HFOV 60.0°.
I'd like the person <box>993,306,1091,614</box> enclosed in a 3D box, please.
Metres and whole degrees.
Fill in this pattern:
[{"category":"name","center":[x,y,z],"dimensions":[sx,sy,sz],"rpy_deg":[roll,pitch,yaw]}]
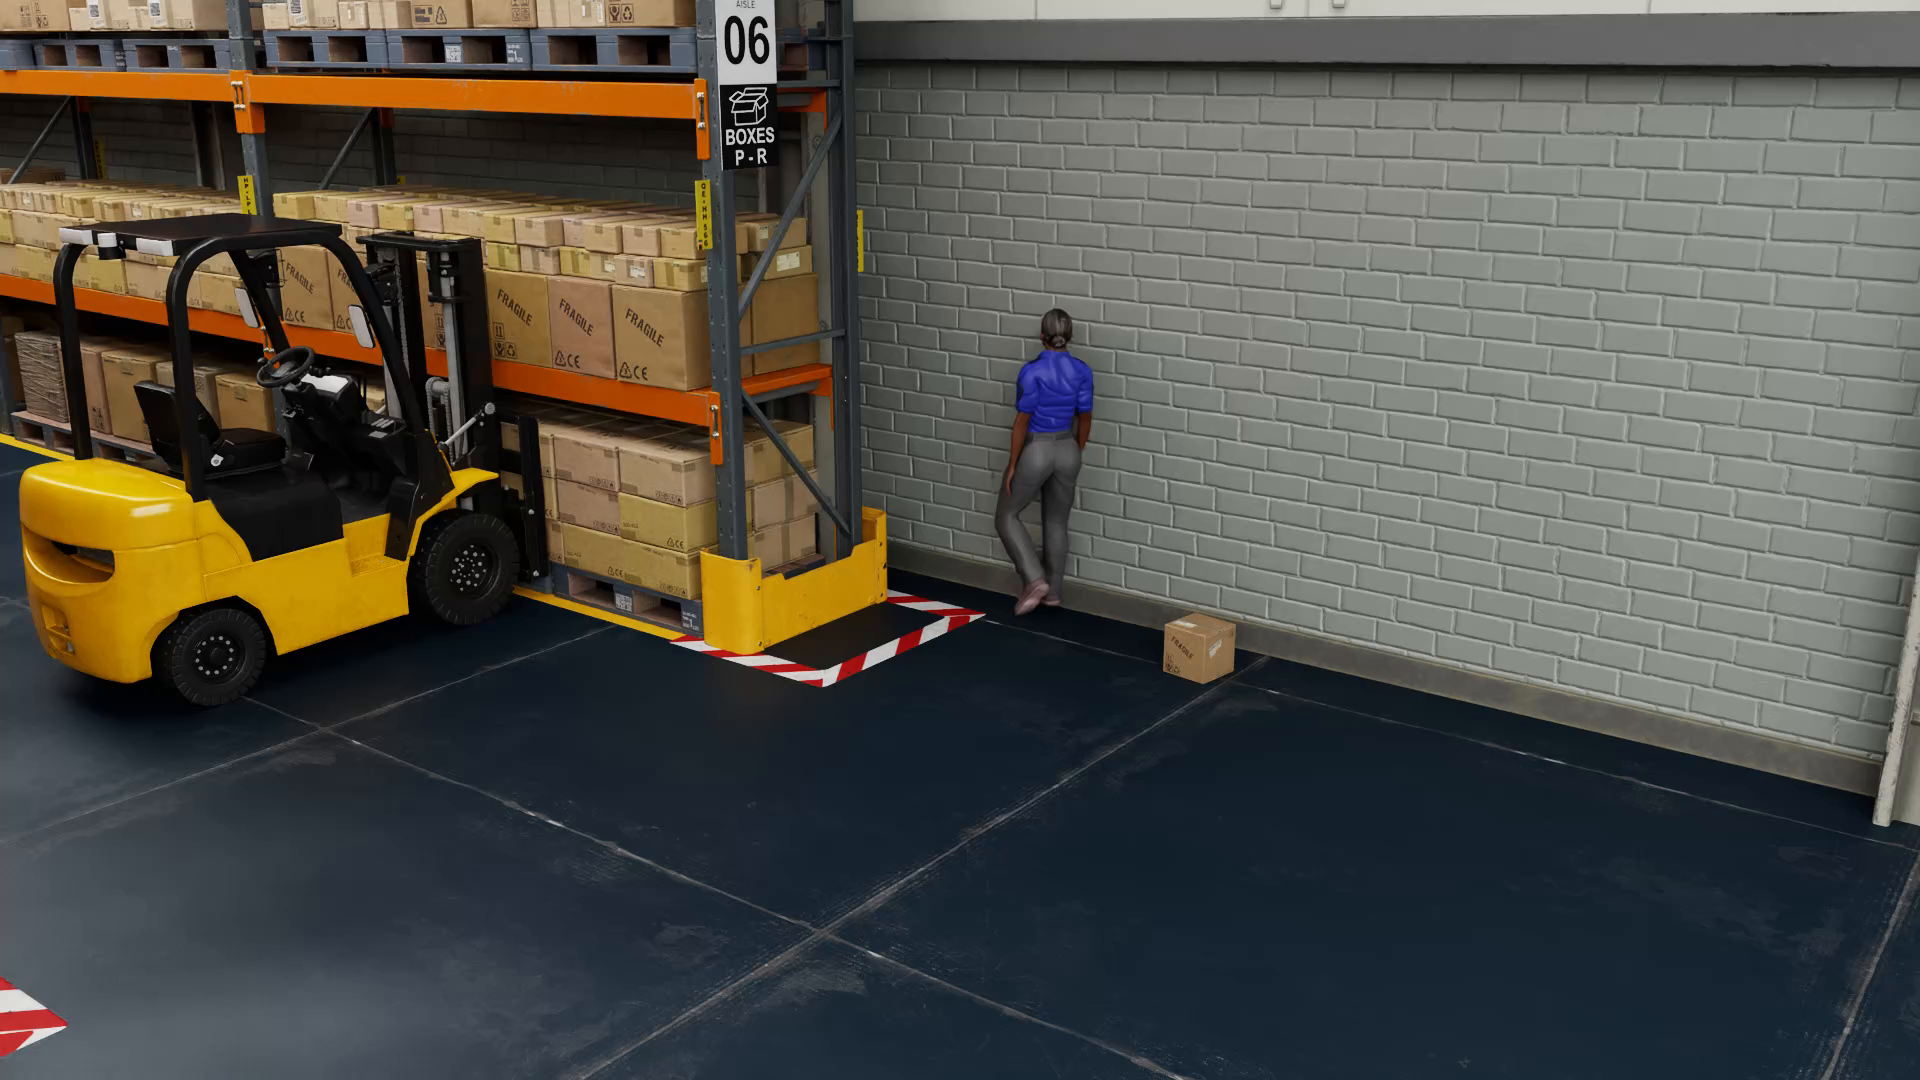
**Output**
[{"category":"person","center":[0.426,-0.428,8.911],"dimensions":[0.494,1.676,0.504],"rpy_deg":[-7,18,-23]}]
